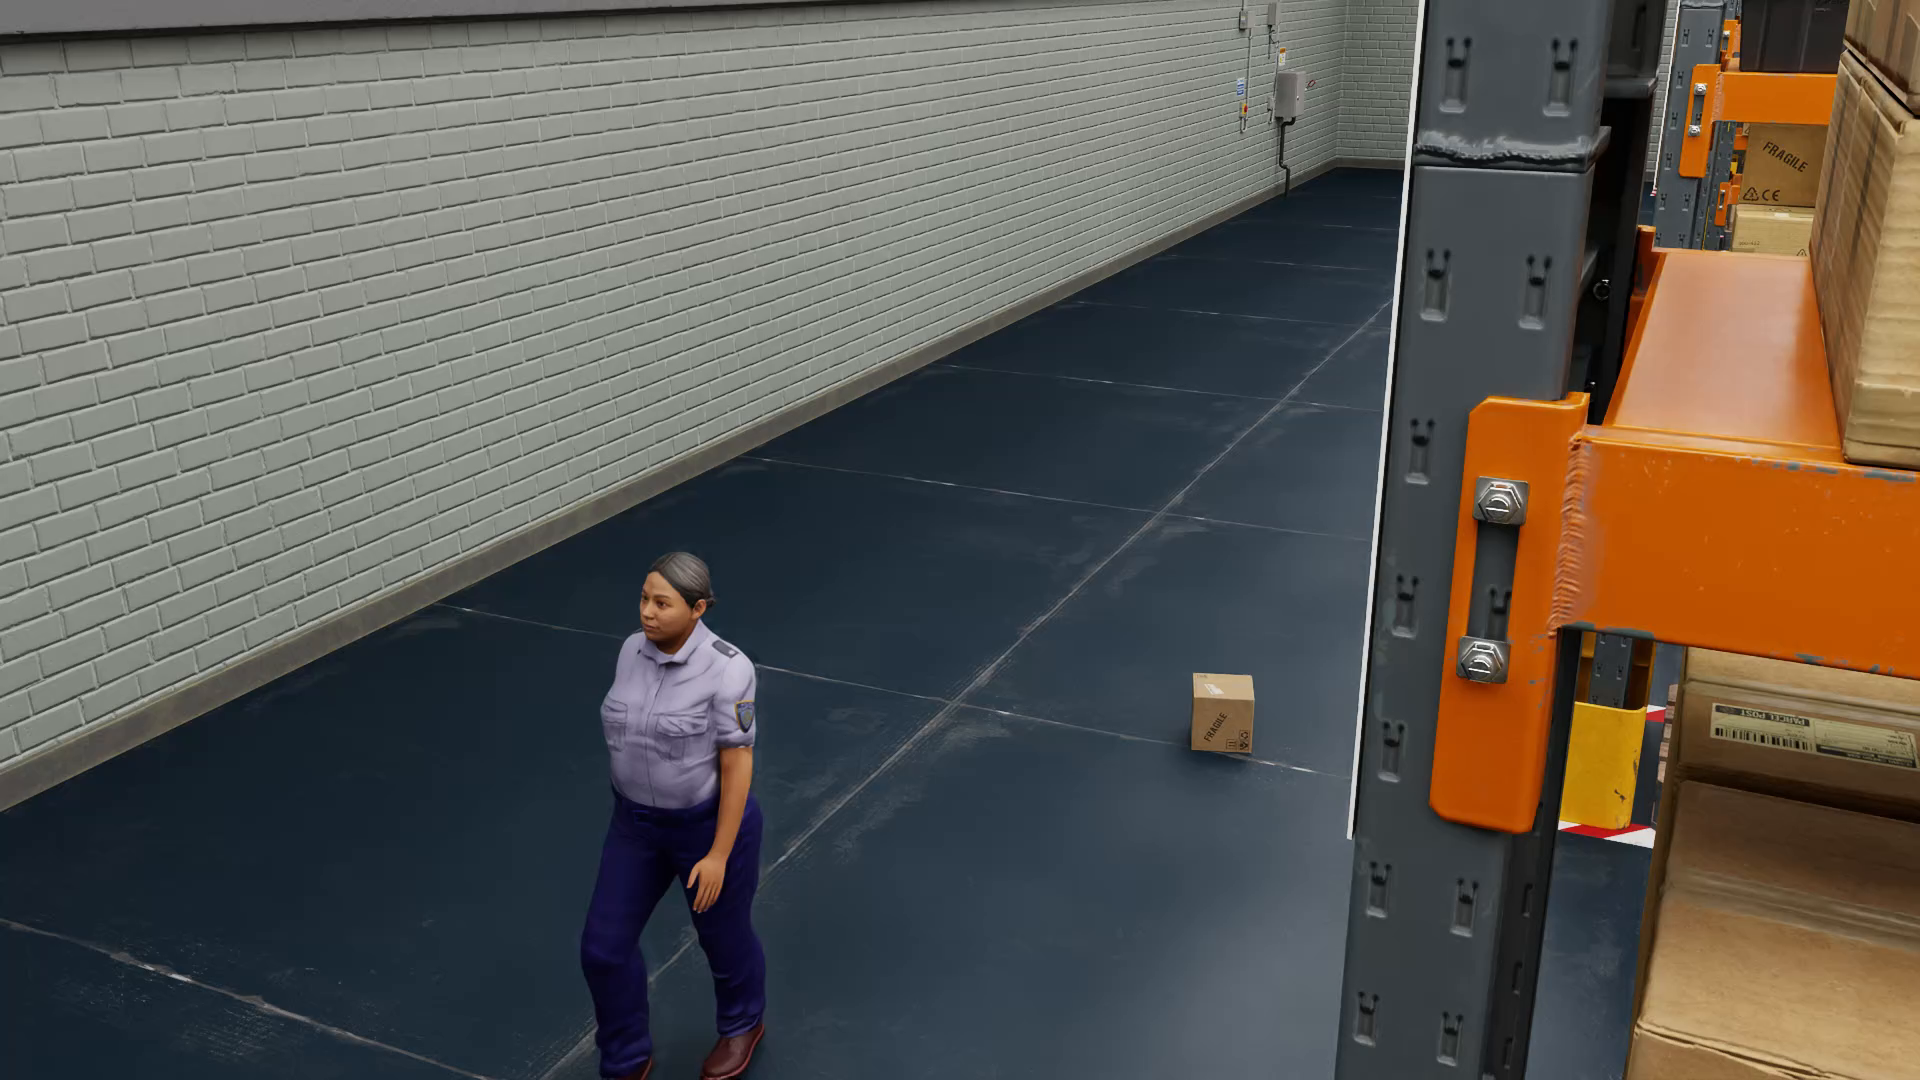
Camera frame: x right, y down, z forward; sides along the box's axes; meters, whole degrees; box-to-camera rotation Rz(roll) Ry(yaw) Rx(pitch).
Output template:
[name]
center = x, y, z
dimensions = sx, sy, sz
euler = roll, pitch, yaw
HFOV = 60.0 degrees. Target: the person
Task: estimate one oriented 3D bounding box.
[person]
center = -0.792, 0.861, 4.652
dimensions = 0.484, 1.704, 0.597
euler = 9, 21, 24
